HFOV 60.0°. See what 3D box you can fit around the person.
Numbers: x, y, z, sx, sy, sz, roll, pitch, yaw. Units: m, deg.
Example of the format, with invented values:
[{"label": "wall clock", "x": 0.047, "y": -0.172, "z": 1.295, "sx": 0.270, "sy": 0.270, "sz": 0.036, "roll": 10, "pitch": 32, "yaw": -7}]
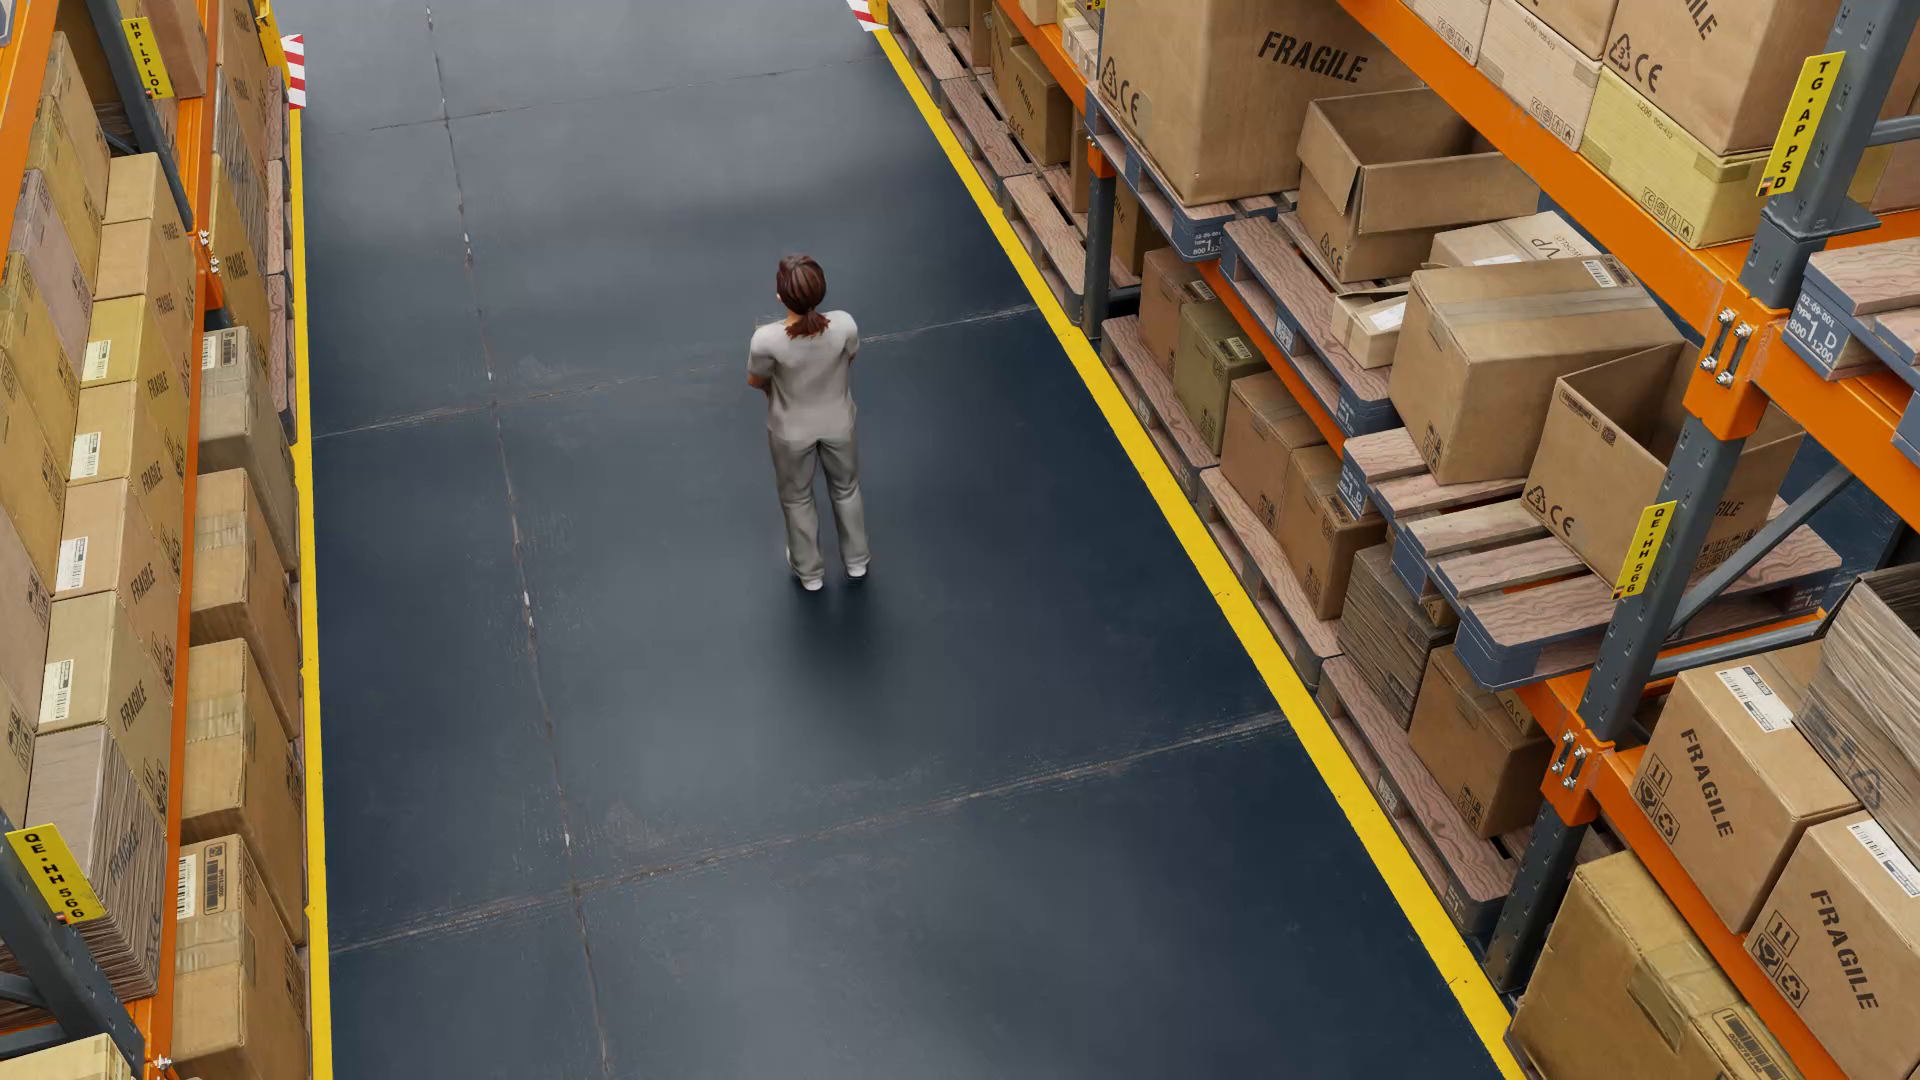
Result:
[{"label": "person", "x": -0.617, "y": -0.486, "z": 6.693, "sx": 0.452, "sy": 1.676, "sz": 0.534, "roll": -12, "pitch": 44, "yaw": -13}]
